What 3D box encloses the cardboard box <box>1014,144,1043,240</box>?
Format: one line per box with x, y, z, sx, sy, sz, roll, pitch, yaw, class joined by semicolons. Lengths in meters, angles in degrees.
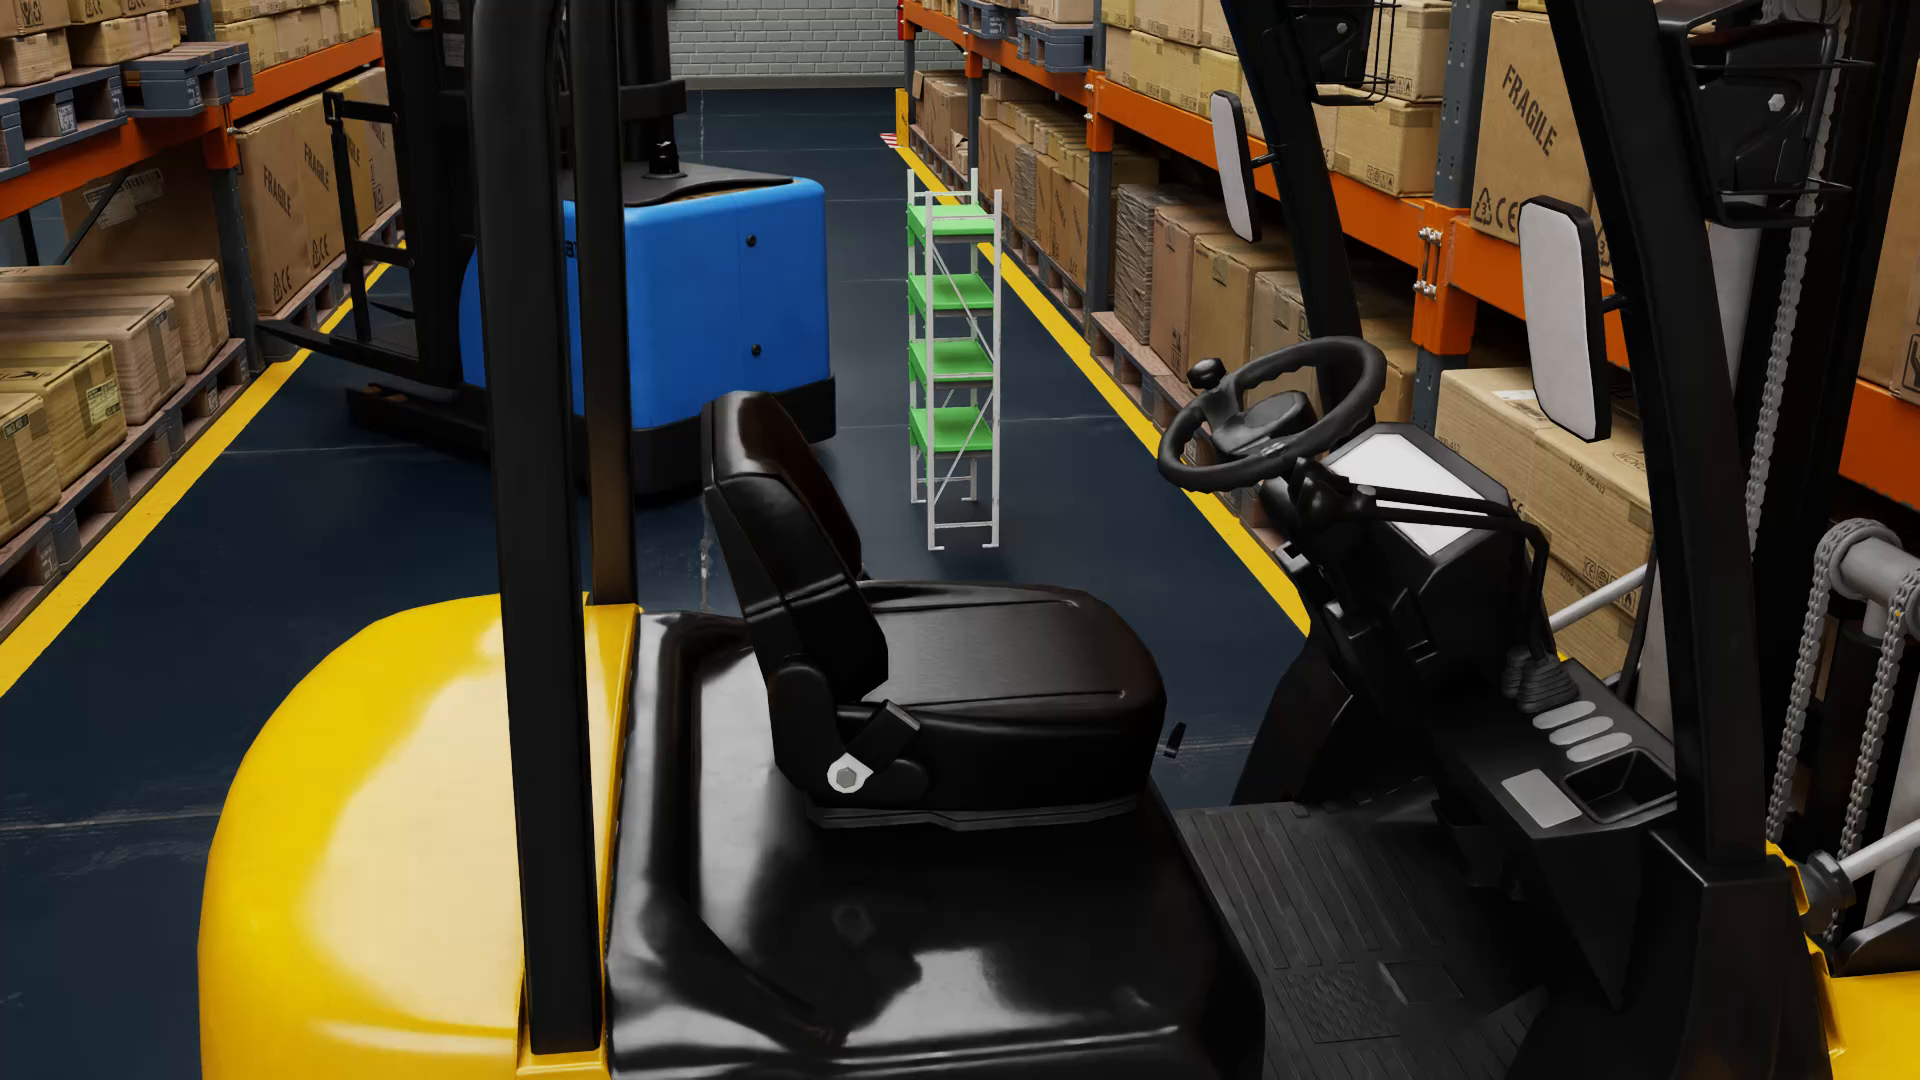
0.627;-2.116;10.068;0.500;0.500;0.500;-4;21;-10;cardboard box

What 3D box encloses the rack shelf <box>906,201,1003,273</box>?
-0.024;-1.009;5.514;0.258;0.148;0.480;-3;21;-8;rack shelf

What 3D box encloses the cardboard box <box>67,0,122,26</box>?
-3.278;-2.056;5.766;0.500;0.500;0.500;-4;21;-11;cardboard box

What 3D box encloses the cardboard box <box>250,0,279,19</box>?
-3.680;-2.700;8.159;0.500;0.250;0.500;-2;21;-6;cardboard box

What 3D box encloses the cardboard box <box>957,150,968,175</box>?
0.186;-2.845;12.522;0.380;0.149;0.250;-4;21;-9;cardboard box

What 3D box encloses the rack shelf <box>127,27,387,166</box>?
-4.066;-2.525;9.218;1.077;0.370;4.000;-3;21;-8;rack shelf

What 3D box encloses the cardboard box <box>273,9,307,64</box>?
-3.761;-2.640;8.713;0.500;0.250;0.500;-2;21;-6;cardboard box

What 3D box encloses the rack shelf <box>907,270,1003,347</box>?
-0.024;-0.784;5.598;0.258;0.148;0.480;-3;21;-8;rack shelf

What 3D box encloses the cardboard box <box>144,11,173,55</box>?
-3.307;-1.973;6.470;0.380;0.149;0.250;-3;21;-8;cardboard box

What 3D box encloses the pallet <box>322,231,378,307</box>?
-3.989;-1.562;9.595;1.003;0.211;1.213;-3;21;-8;pallet

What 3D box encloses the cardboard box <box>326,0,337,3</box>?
-3.890;-3.226;9.567;0.500;0.250;0.500;-2;21;-6;cardboard box

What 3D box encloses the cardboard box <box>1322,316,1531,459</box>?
1.624;-0.301;5.028;0.875;0.625;0.625;-2;21;-5;cardboard box

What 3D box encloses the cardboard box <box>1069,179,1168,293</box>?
0.860;-1.583;8.638;0.500;0.500;0.500;-2;21;-6;cardboard box

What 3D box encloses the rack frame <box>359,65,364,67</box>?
-4.931;-4.939;14.654;1.000;3.000;0.127;-3;21;-8;rack frame

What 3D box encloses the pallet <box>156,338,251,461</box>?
-3.666;-0.593;7.001;1.003;0.211;1.213;-3;21;-8;pallet

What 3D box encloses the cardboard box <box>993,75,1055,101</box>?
0.430;-3.050;11.215;0.380;0.149;0.250;-4;21;-10;cardboard box

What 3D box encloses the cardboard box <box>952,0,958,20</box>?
0.141;-3.964;12.401;0.380;0.149;0.250;-2;21;-6;cardboard box

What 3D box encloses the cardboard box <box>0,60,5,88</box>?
-3.141;-1.429;5.014;0.380;0.149;0.250;-3;21;-7;cardboard box

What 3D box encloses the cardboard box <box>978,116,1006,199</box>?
0.404;-2.653;11.505;0.500;0.500;0.500;-2;21;-5;cardboard box

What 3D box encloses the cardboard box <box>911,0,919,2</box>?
-0.244;-4.946;15.030;0.380;0.149;0.250;-3;21;-8;cardboard box

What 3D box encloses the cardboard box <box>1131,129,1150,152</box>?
1.207;-2.309;9.657;0.380;0.149;0.250;-3;21;-9;cardboard box

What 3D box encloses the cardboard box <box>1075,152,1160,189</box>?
0.812;-1.909;8.586;0.380;0.149;0.250;-4;21;-10;cardboard box

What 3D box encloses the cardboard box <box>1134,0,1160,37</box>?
1.027;-2.246;6.942;0.500;0.250;0.500;-2;21;-6;cardboard box

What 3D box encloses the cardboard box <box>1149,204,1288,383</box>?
1.312;-1.063;7.069;0.875;0.625;0.625;-2;21;-6;cardboard box

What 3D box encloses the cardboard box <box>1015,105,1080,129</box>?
0.563;-2.724;10.767;0.380;0.149;0.250;-3;21;-9;cardboard box

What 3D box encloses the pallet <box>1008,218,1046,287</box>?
0.891;-1.797;10.225;1.003;0.211;1.213;-3;21;-8;pallet

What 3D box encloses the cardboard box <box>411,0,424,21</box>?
-4.297;-4.124;12.328;0.500;0.500;0.500;-3;21;-7;cardboard box

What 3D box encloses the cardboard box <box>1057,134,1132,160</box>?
0.754;-2.189;9.335;0.380;0.149;0.250;-2;21;-6;cardboard box

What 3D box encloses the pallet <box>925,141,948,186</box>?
0.280;-3.161;13.878;1.003;0.211;1.213;-3;21;-8;pallet

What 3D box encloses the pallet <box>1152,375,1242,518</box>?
1.386;-0.406;6.503;1.003;0.211;1.213;-3;21;-8;pallet

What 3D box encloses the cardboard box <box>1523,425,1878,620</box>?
1.533;-0.052;3.470;0.500;0.250;0.500;-3;21;-8;cardboard box

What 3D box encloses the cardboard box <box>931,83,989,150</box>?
0.037;-3.514;13.811;0.500;0.500;0.500;-3;21;-7;cardboard box

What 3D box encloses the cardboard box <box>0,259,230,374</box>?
-3.706;-0.939;7.099;0.950;0.372;0.625;-4;21;-11;cardboard box

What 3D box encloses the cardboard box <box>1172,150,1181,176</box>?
1.355;-2.040;8.937;0.380;0.149;0.250;-2;21;-6;cardboard box

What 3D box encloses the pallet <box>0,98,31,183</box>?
-3.167;-0.967;4.292;1.003;0.211;1.213;-3;21;-8;pallet

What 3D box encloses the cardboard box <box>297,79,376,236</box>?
-4.048;-2.233;9.844;0.875;0.875;0.875;-2;21;-6;cardboard box

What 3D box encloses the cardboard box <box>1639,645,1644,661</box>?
1.610;0.353;3.099;0.500;0.250;0.500;-3;21;-8;cardboard box

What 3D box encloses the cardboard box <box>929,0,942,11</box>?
-0.049;-4.407;13.588;0.380;0.149;0.250;-2;21;-7;cardboard box

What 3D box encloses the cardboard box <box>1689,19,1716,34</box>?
1.562;-0.996;3.025;0.380;0.149;0.250;-2;21;-7;cardboard box

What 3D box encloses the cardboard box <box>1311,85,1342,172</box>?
1.301;-1.301;5.127;0.500;0.250;0.500;-3;21;-8;cardboard box

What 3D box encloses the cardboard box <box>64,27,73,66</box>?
-3.313;-1.697;5.732;0.380;0.149;0.250;-3;21;-7;cardboard box

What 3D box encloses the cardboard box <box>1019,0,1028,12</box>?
0.715;-3.222;9.308;0.797;0.503;0.637;-3;21;-9;cardboard box

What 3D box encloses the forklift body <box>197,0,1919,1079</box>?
0.208;0.182;2.156;2.313;2.155;1.214;-3;21;-8;forklift body

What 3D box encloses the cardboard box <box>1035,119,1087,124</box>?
0.663;-2.457;10.053;0.380;0.149;0.250;-3;21;-8;cardboard box

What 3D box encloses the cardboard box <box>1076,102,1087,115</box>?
0.982;-2.848;11.100;0.380;0.149;0.250;-3;21;-7;cardboard box

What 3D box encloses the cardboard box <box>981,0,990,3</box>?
0.480;-3.692;10.570;0.700;0.500;0.500;-3;21;-7;cardboard box

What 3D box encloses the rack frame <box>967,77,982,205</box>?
0.557;-3.806;11.620;1.000;3.000;0.127;-3;21;-8;rack frame

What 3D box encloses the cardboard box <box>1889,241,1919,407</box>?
1.733;-0.386;2.321;0.500;0.500;0.500;-3;21;-7;cardboard box

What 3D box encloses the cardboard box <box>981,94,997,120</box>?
0.346;-2.998;11.502;0.380;0.149;0.250;-2;21;-5;cardboard box

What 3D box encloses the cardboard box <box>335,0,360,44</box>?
-3.968;-3.165;10.118;0.500;0.250;0.500;-3;21;-9;cardboard box

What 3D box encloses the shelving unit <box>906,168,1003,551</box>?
-0.024;-0.619;5.660;0.258;1.200;0.503;-3;21;-8;shelving unit

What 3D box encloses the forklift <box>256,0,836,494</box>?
-1.949;-1.934;6.706;3.031;2.935;1.130;16;26;37;forklift

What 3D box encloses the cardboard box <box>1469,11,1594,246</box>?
1.516;-0.916;3.740;0.500;0.500;0.500;-3;21;-9;cardboard box

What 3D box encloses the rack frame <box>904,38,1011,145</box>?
-0.020;-5.191;15.328;1.000;3.000;0.127;-3;21;-8;rack frame

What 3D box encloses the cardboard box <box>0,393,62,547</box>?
-3.386;-0.181;5.068;0.950;0.372;0.625;-2;21;-4;cardboard box

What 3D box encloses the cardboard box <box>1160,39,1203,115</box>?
1.105;-1.833;6.550;0.500;0.250;0.500;-4;21;-10;cardboard box

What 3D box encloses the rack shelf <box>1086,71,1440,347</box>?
1.422;-1.392;6.183;1.077;0.370;4.000;-3;21;-8;rack shelf

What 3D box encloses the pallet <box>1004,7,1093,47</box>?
0.849;-3.004;9.747;1.003;0.211;1.213;-3;21;-8;pallet
